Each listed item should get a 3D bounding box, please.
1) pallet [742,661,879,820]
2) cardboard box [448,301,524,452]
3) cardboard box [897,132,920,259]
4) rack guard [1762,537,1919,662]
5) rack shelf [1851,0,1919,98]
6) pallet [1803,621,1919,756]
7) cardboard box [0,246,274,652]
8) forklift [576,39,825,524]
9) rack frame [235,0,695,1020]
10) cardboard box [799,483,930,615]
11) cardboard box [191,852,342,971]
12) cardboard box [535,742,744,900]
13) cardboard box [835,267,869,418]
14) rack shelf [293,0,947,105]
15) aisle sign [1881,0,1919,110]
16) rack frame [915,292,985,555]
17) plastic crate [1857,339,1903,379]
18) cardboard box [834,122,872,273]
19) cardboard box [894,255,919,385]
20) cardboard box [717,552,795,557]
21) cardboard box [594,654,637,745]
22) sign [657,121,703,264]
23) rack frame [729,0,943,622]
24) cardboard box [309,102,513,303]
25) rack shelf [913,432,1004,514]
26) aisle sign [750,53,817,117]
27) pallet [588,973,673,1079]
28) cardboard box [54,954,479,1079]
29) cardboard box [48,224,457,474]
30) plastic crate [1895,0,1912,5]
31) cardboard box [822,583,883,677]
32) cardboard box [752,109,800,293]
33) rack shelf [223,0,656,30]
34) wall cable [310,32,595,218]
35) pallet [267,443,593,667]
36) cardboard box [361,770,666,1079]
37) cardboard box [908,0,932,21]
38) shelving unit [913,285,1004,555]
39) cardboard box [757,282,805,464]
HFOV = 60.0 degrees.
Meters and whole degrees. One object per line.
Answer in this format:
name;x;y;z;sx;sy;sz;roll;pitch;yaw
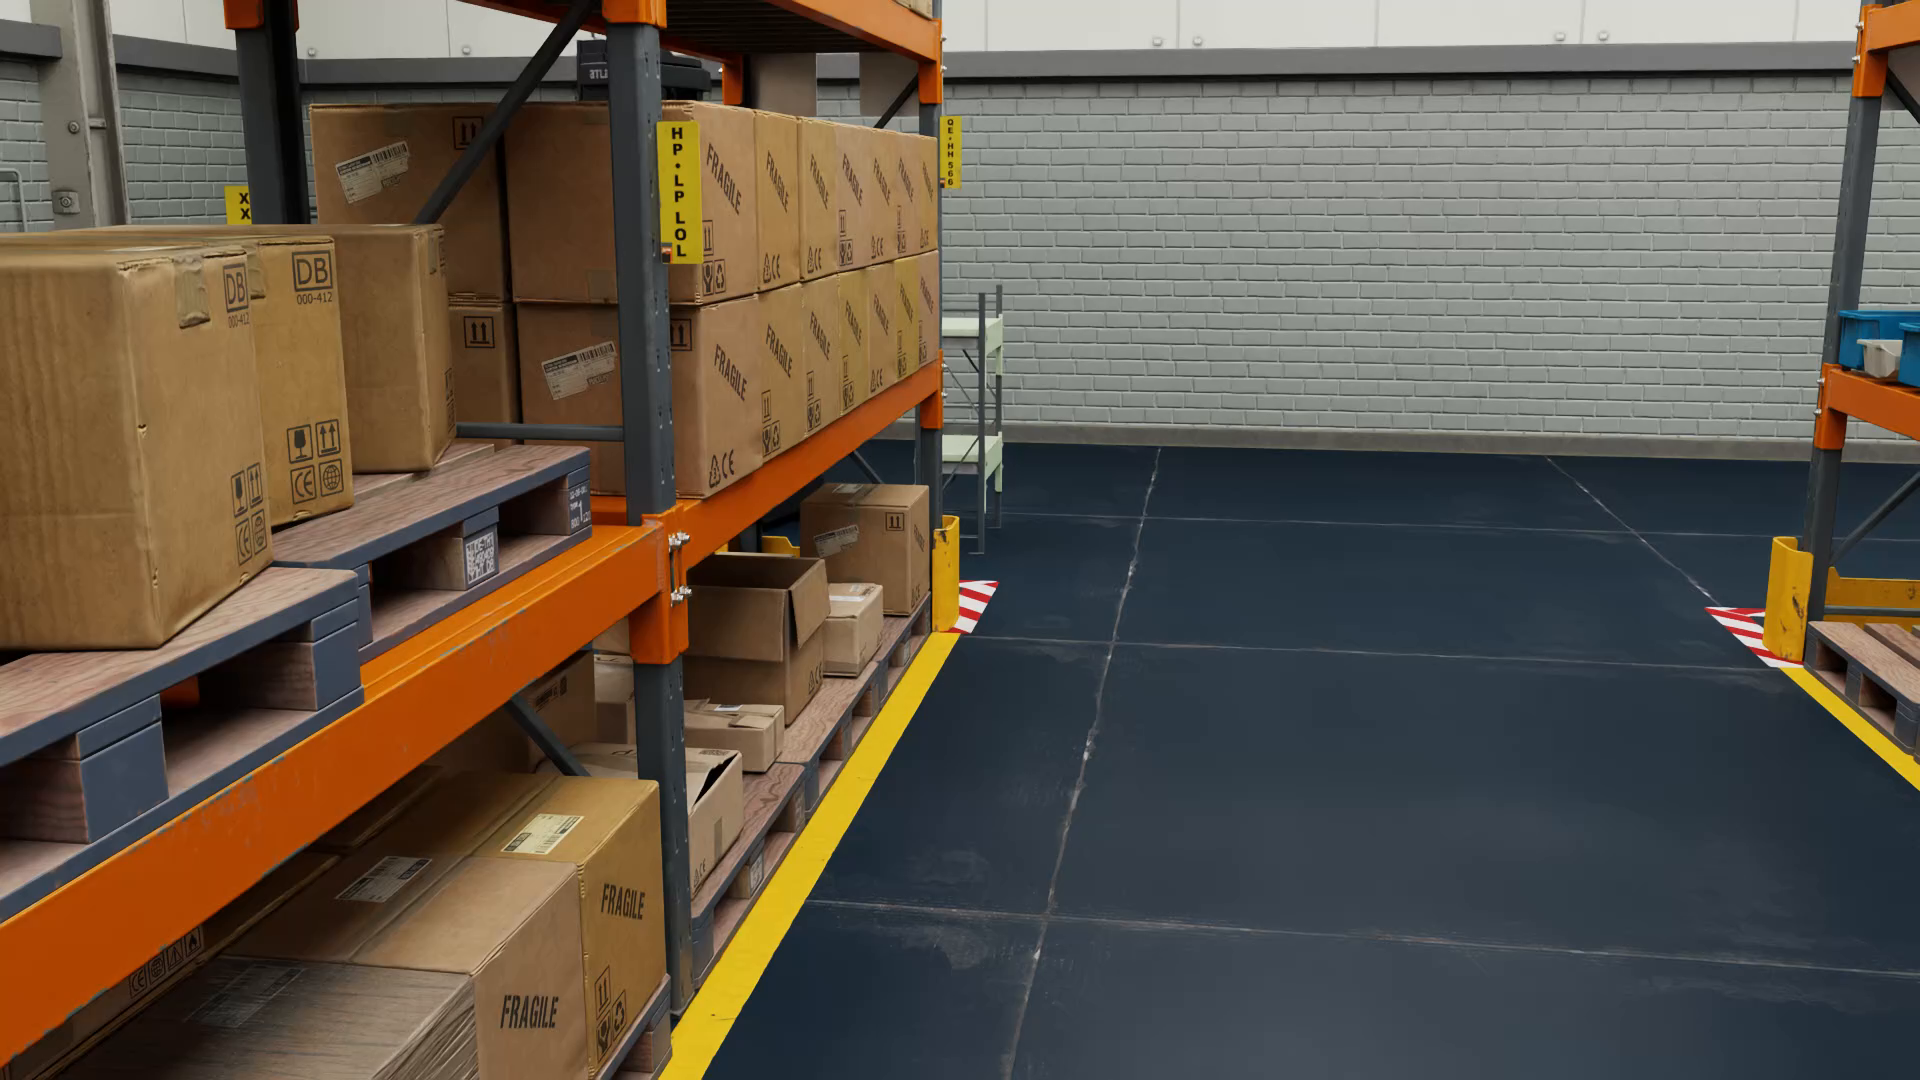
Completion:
pallet;-0.912;0.703;6.231;1.003;0.211;1.213;2;12;9
cardboard box;-1.380;-0.424;4.603;0.500;0.500;0.500;2;12;10
cardboard box;-0.462;-1.426;6.880;0.500;0.500;0.500;2;12;10
rack guard;4.296;0.283;7.496;1.175;0.500;0.348;2;12;9
rack shelf;3.998;-1.632;5.035;1.077;0.370;4.000;2;12;9
pallet;4.140;0.600;6.710;1.003;0.211;1.213;2;12;9
cardboard box;-1.414;-0.147;2.321;0.700;0.500;0.500;-1;12;-6
forklift;-2.440;-1.654;10.710;3.031;2.935;1.130;5;13;24
rack frame;-1.203;-0.263;4.092;1.000;3.000;0.127;2;12;9
cardboard box;-0.428;0.033;7.610;0.500;0.500;0.500;2;12;9
cardboard box;-1.590;0.949;3.361;0.500;0.500;0.500;2;12;9
cardboard box;-0.925;0.756;4.702;0.500;0.311;0.500;2;12;9
cardboard box;-0.624;-0.725;6.002;0.500;0.500;0.500;2;12;8
rack shelf;-0.896;-1.794;5.783;1.077;0.370;4.000;2;12;9
aisle sign;4.023;-2.229;7.047;0.394;0.787;0.004;2;12;9
rack frame;-0.057;-0.656;9.475;0.400;1.500;0.023;2;12;9
plastic crate;3.811;-0.730;6.742;0.250;0.136;0.298;2;12;9
cardboard box;-0.616;-1.211;5.883;0.500;0.500;0.500;2;12;10
cardboard box;-0.465;-0.934;6.970;0.500;0.500;0.500;2;12;9
cardboard box;-0.992;0.159;7.857;0.380;0.149;0.250;2;12;9
cardboard box;-1.281;0.553;5.646;0.500;0.311;0.500;2;12;9
sign;-0.654;-0.811;3.890;0.100;0.325;0.005;2;12;9
rack frame;-0.588;-1.095;7.955;1.000;3.000;0.127;2;12;9
cardboard box;-1.381;-0.914;4.503;0.500;0.500;0.500;2;12;9
rack shelf;-0.001;-0.413;9.898;0.431;0.370;0.720;2;12;9
aisle sign;-0.868;-2.390;7.792;0.394;0.787;0.004;2;12;9
pallet;-1.291;1.271;3.594;1.003;0.211;1.213;2;12;9
cardboard box;-1.158;1.063;2.828;0.500;0.500;0.500;2;12;9
cardboard box;-1.497;-0.425;3.613;0.700;0.500;0.500;-2;12;-10
plastic crate;3.971;-2.265;6.575;0.497;0.269;0.590;2;12;9
cardboard box;-0.604;0.352;6.723;0.500;0.250;0.500;2;12;9
cardboard box;-0.774;-0.997;4.887;0.500;0.500;0.500;1;12;7
rack shelf;-1.511;-0.961;1.920;1.077;0.370;4.000;2;12;9
wall cable;-4.261;-3.835;13.801;3.097;2.526;0.112;2;12;9
pallet;-1.434;-0.006;3.356;1.003;0.211;1.213;2;12;9
cardboard box;-0.996;0.856;3.789;0.500;0.500;0.500;2;12;8
cardboard box;-0.407;-2.373;7.119;0.500;0.250;0.500;2;12;9
shelving unit;-0.001;-0.732;9.829;0.431;1.500;0.755;2;12;9
cardboard box;-0.780;-0.515;5.028;0.500;0.500;0.500;2;12;10
